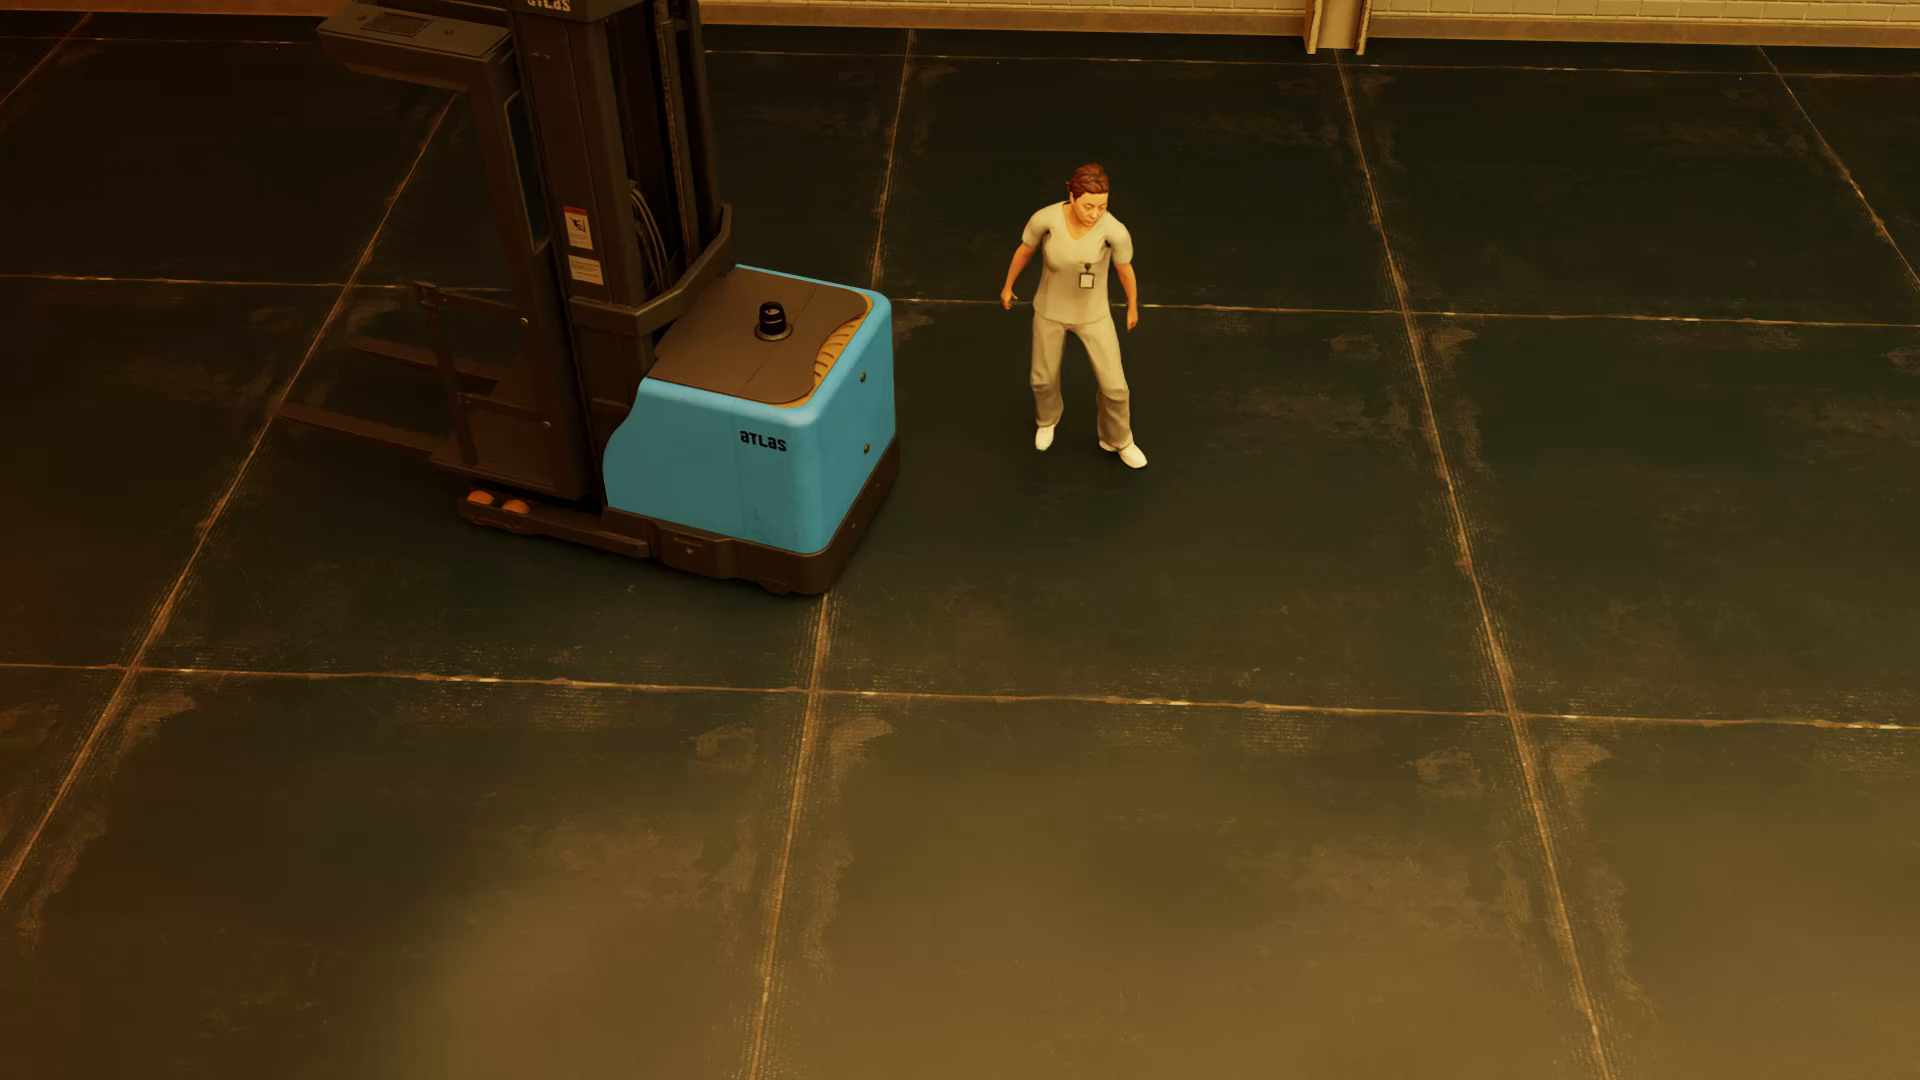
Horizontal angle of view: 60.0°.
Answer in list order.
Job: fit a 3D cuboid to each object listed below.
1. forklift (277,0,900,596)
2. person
[{"bbox_3d":[-1.871,-1.432,7.311,3.031,2.935,1.130,13,44,14],"label":"forklift"},{"bbox_3d":[0.574,-1.094,7.922,0.794,1.645,0.401,9,43,10],"label":"person"}]
